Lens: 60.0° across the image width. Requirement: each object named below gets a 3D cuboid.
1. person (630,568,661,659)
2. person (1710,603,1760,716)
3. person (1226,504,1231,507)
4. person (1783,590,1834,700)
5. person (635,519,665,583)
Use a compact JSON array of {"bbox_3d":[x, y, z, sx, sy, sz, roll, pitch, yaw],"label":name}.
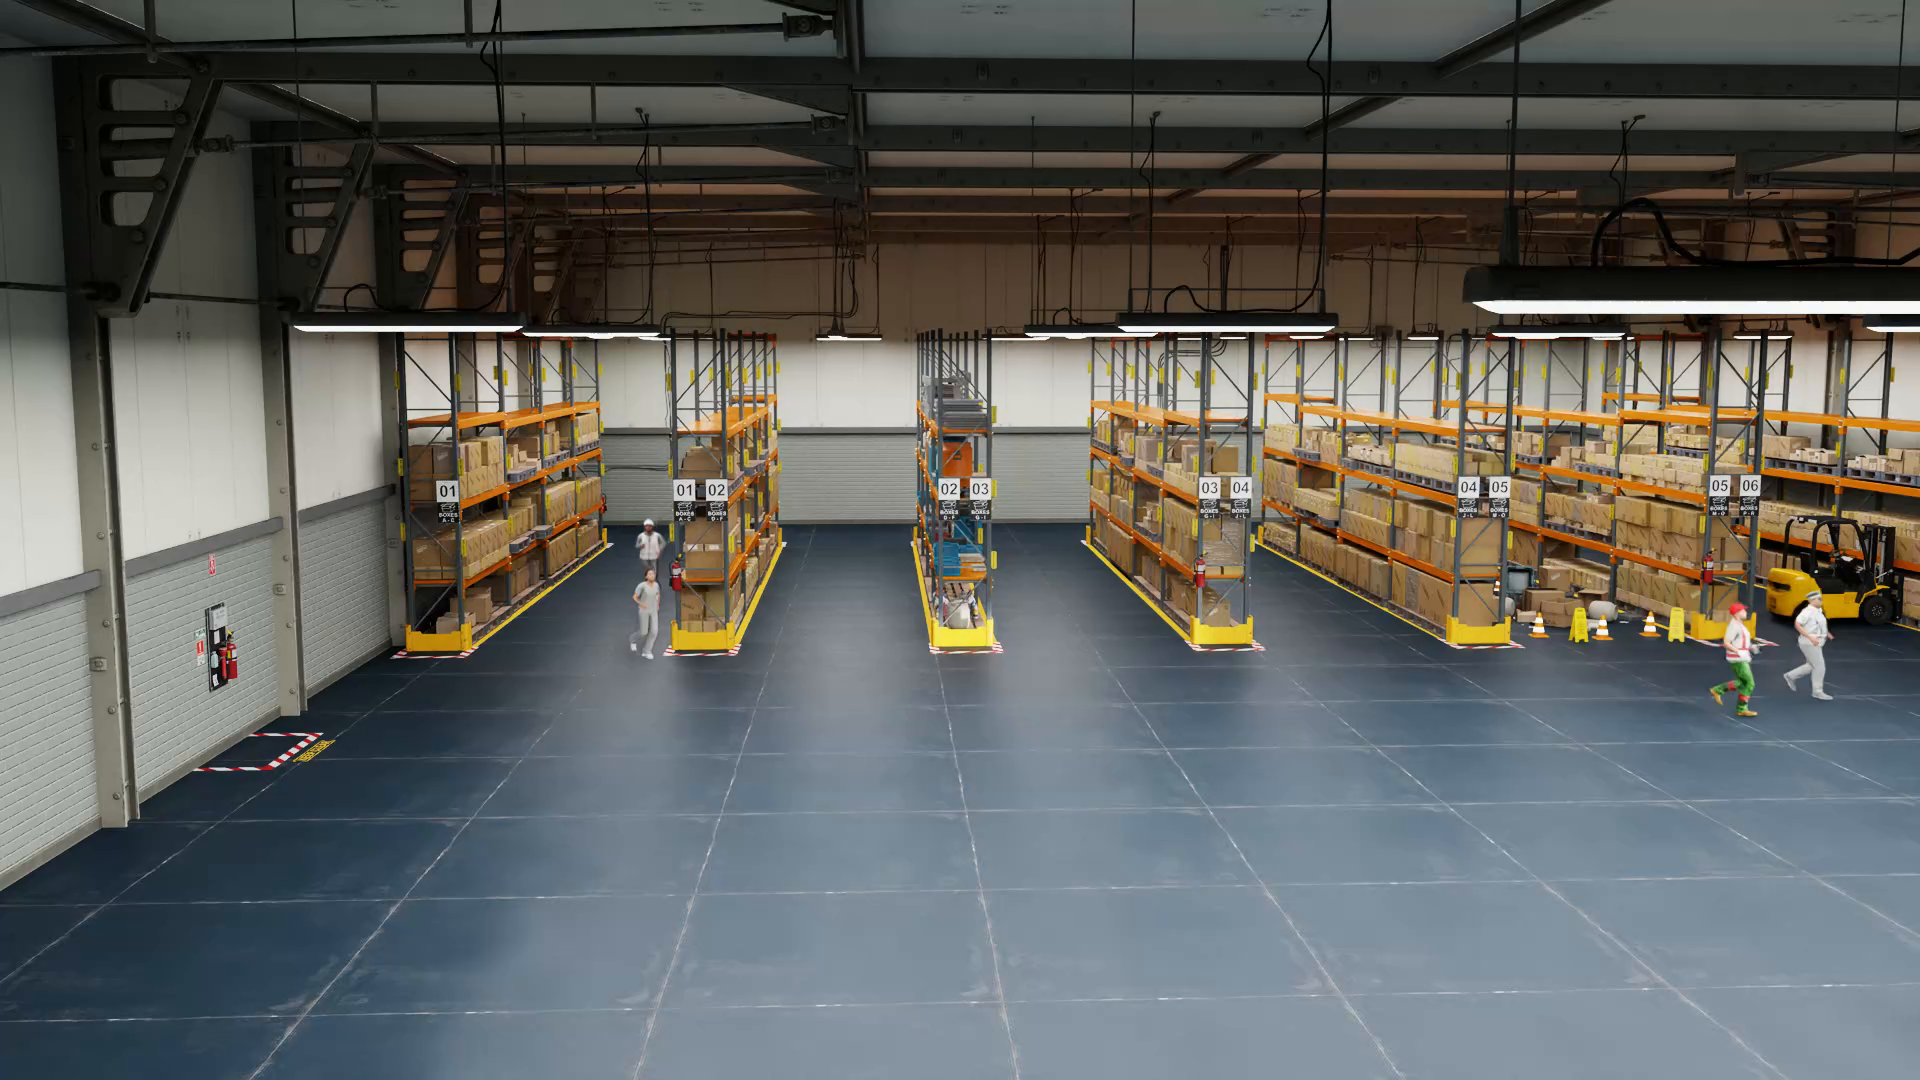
[{"bbox_3d":[-5.745,1.338,30.557,0.580,1.623,0.716,-5,9,-38],"label":"person"},{"bbox_3d":[11.972,1.839,25.682,0.708,1.742,0.659,4,8,33],"label":"person"},{"bbox_3d":[7.928,-0.752,48.585,0.762,1.576,0.630,-5,9,-39],"label":"person"},{"bbox_3d":[13.780,1.677,26.940,0.777,1.763,0.672,6,9,42],"label":"person"},{"bbox_3d":[-6.978,0.446,37.396,0.632,1.814,0.711,-1,7,-5],"label":"person"}]
